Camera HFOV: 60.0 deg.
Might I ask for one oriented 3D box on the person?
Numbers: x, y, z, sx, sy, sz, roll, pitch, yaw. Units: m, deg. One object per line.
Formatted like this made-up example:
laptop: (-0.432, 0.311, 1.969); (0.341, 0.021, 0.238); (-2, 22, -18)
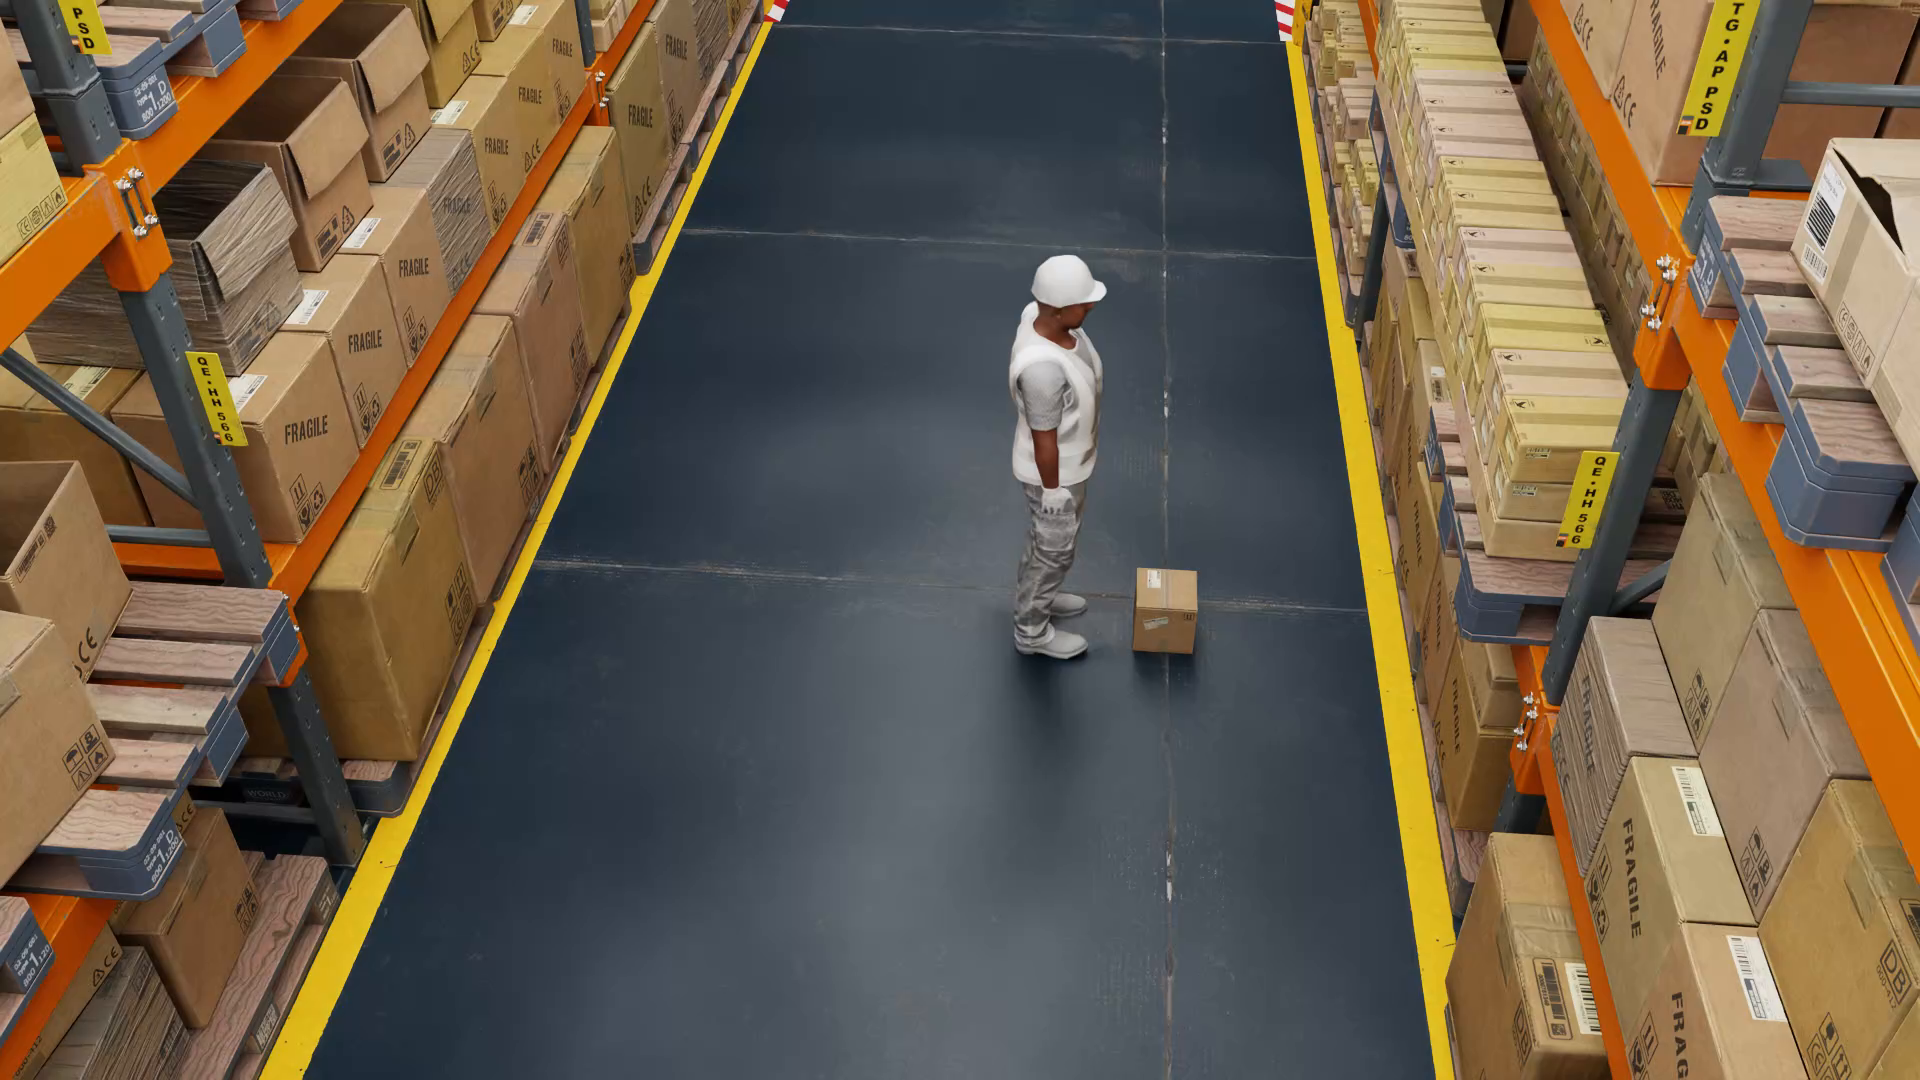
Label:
person: (0.373, -0.323, 6.536); (0.361, 1.781, 0.547); (4, 40, 5)
